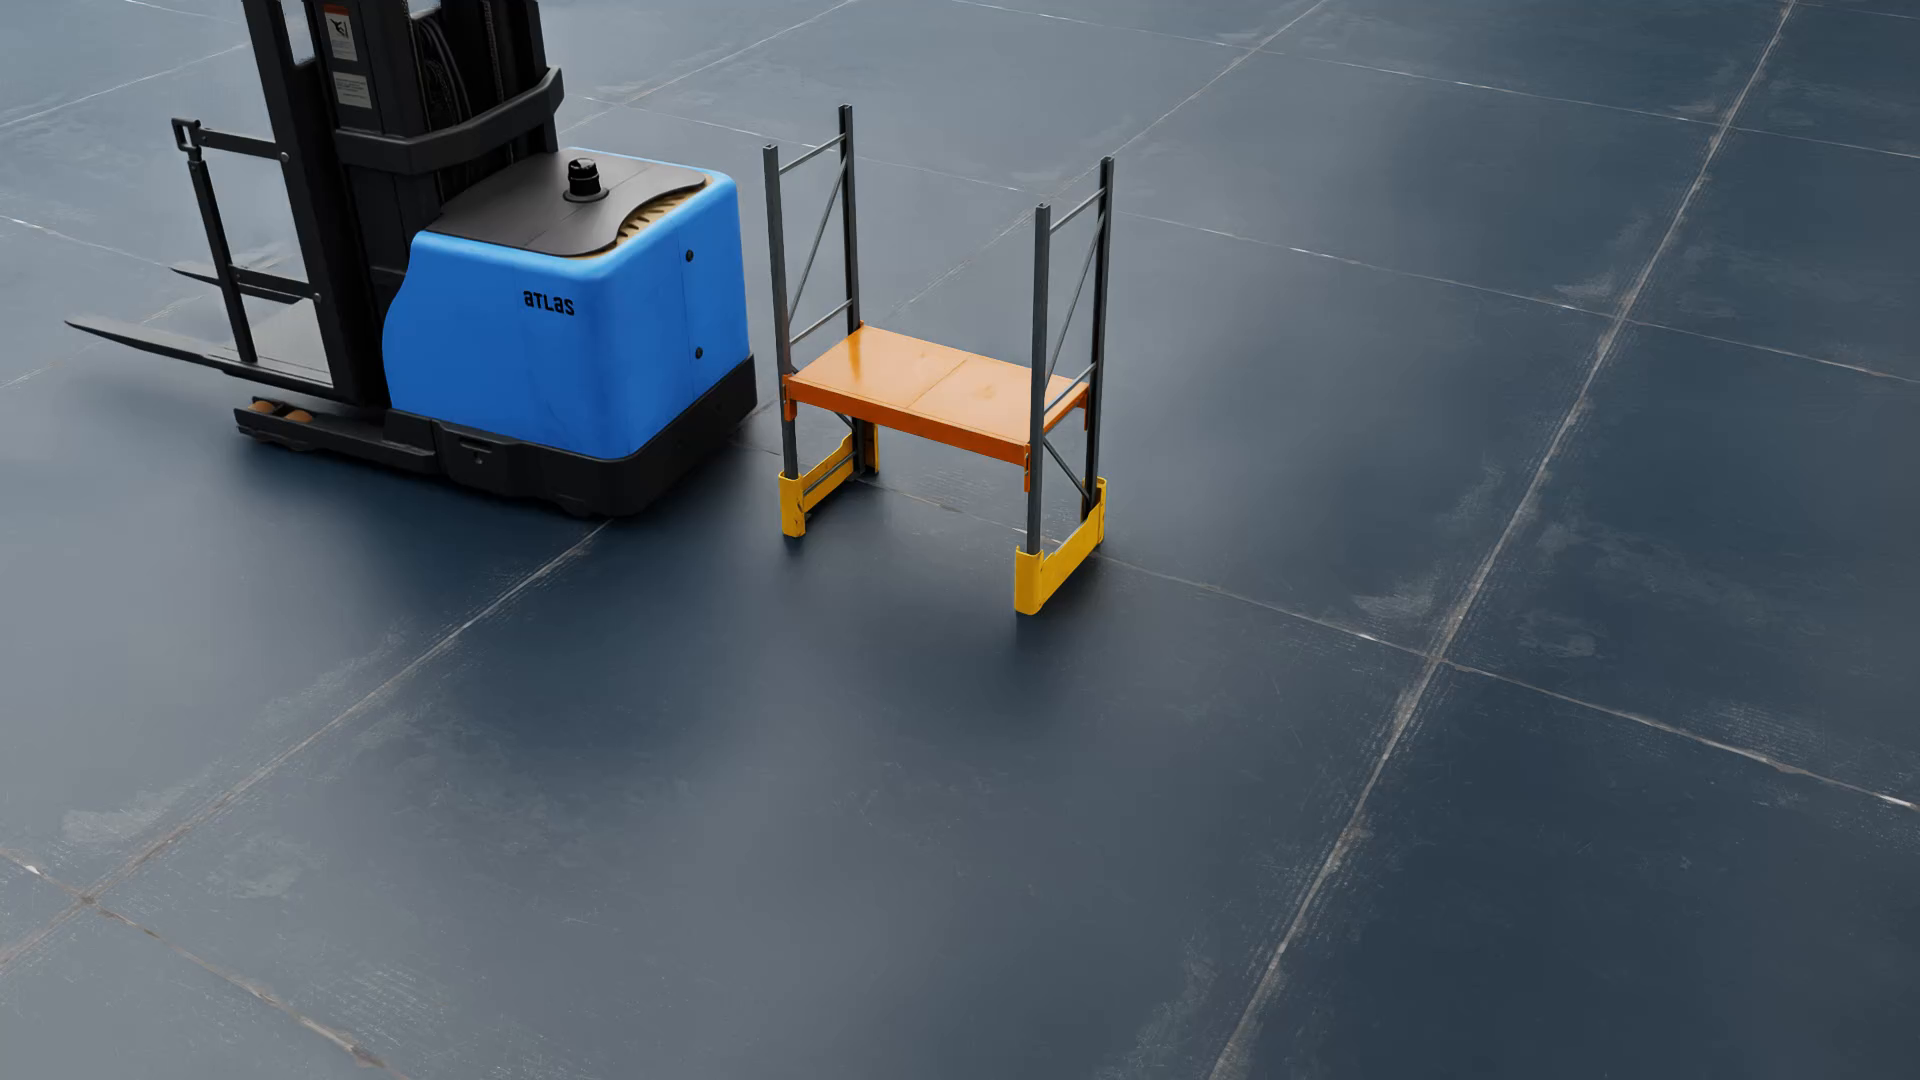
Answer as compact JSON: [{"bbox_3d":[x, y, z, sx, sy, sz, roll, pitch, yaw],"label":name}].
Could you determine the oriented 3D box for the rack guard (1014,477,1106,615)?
[{"bbox_3d":[0.366,0.012,6.007,0.087,0.250,0.587,18,37,24],"label":"rack guard"}]

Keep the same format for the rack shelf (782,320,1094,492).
[{"bbox_3d":[-0.074,-0.498,5.969,1.000,0.185,0.538,18,37,24],"label":"rack shelf"}]

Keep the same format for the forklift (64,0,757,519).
[{"bbox_3d":[-2.415,-1.833,6.358,3.031,2.935,1.130,14,36,19],"label":"forklift"}]

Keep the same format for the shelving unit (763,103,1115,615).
[{"bbox_3d":[-0.066,-0.645,5.866,1.083,1.500,0.587,18,37,24],"label":"shelving unit"}]

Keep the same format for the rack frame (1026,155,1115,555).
[{"bbox_3d":[0.367,-0.508,5.660,0.032,1.500,0.500,18,37,24],"label":"rack frame"}]

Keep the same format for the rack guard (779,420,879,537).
[{"bbox_3d":[-0.499,-0.262,6.418,0.087,0.250,0.587,18,37,24],"label":"rack guard"}]

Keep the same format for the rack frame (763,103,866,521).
[{"bbox_3d":[-0.515,-0.788,6.079,0.032,1.500,0.500,18,37,24],"label":"rack frame"}]
